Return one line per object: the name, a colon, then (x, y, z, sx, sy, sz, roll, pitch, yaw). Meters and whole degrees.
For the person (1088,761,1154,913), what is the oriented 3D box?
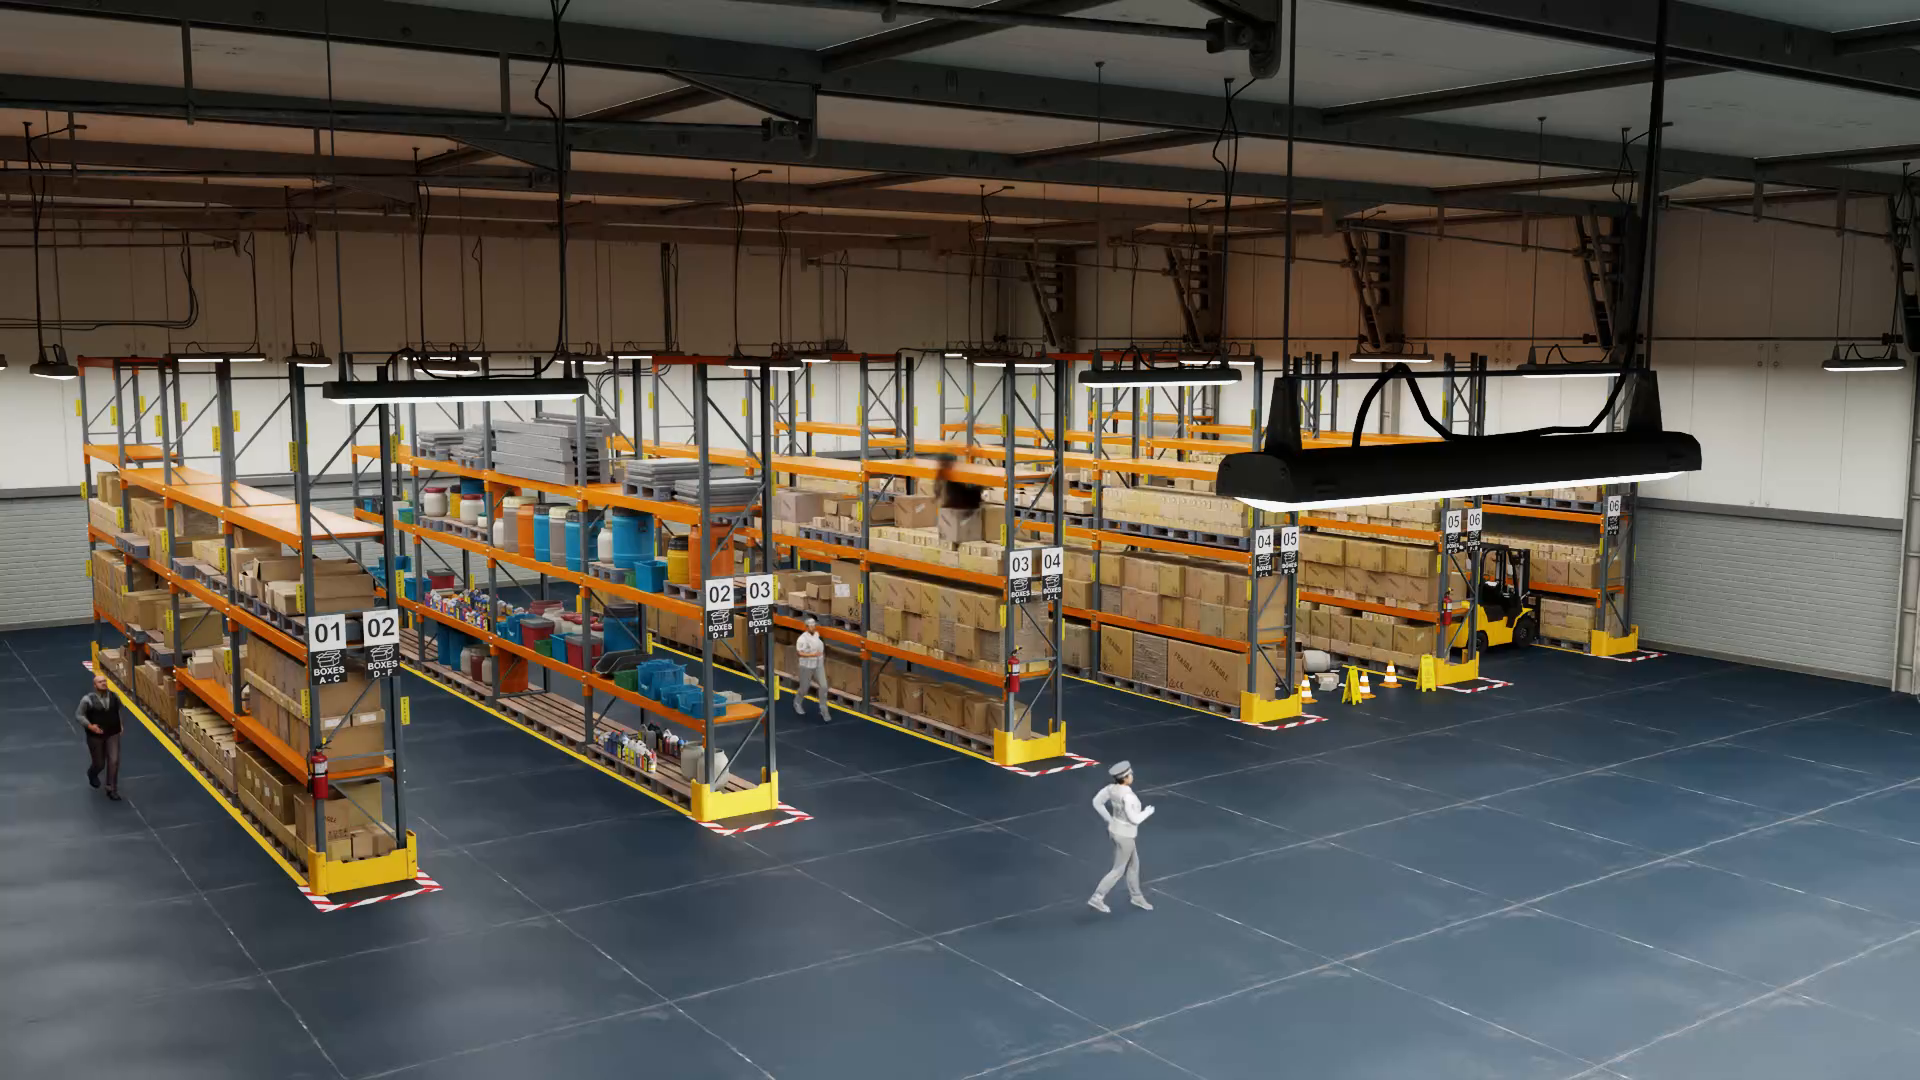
person: (1.774, 3.275, 18.233, 0.812, 1.729, 0.602, -2, 7, -16)

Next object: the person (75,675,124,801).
person: (-11.873, 2.709, 23.021, 0.665, 1.713, 0.821, -7, 10, -44)

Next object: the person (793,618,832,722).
person: (-2.493, 2.144, 27.713, 0.584, 1.715, 0.839, -6, 9, -39)

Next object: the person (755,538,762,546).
person: (-4.645, 0.823, 38.431, 0.727, 1.753, 0.861, -4, 8, -33)
